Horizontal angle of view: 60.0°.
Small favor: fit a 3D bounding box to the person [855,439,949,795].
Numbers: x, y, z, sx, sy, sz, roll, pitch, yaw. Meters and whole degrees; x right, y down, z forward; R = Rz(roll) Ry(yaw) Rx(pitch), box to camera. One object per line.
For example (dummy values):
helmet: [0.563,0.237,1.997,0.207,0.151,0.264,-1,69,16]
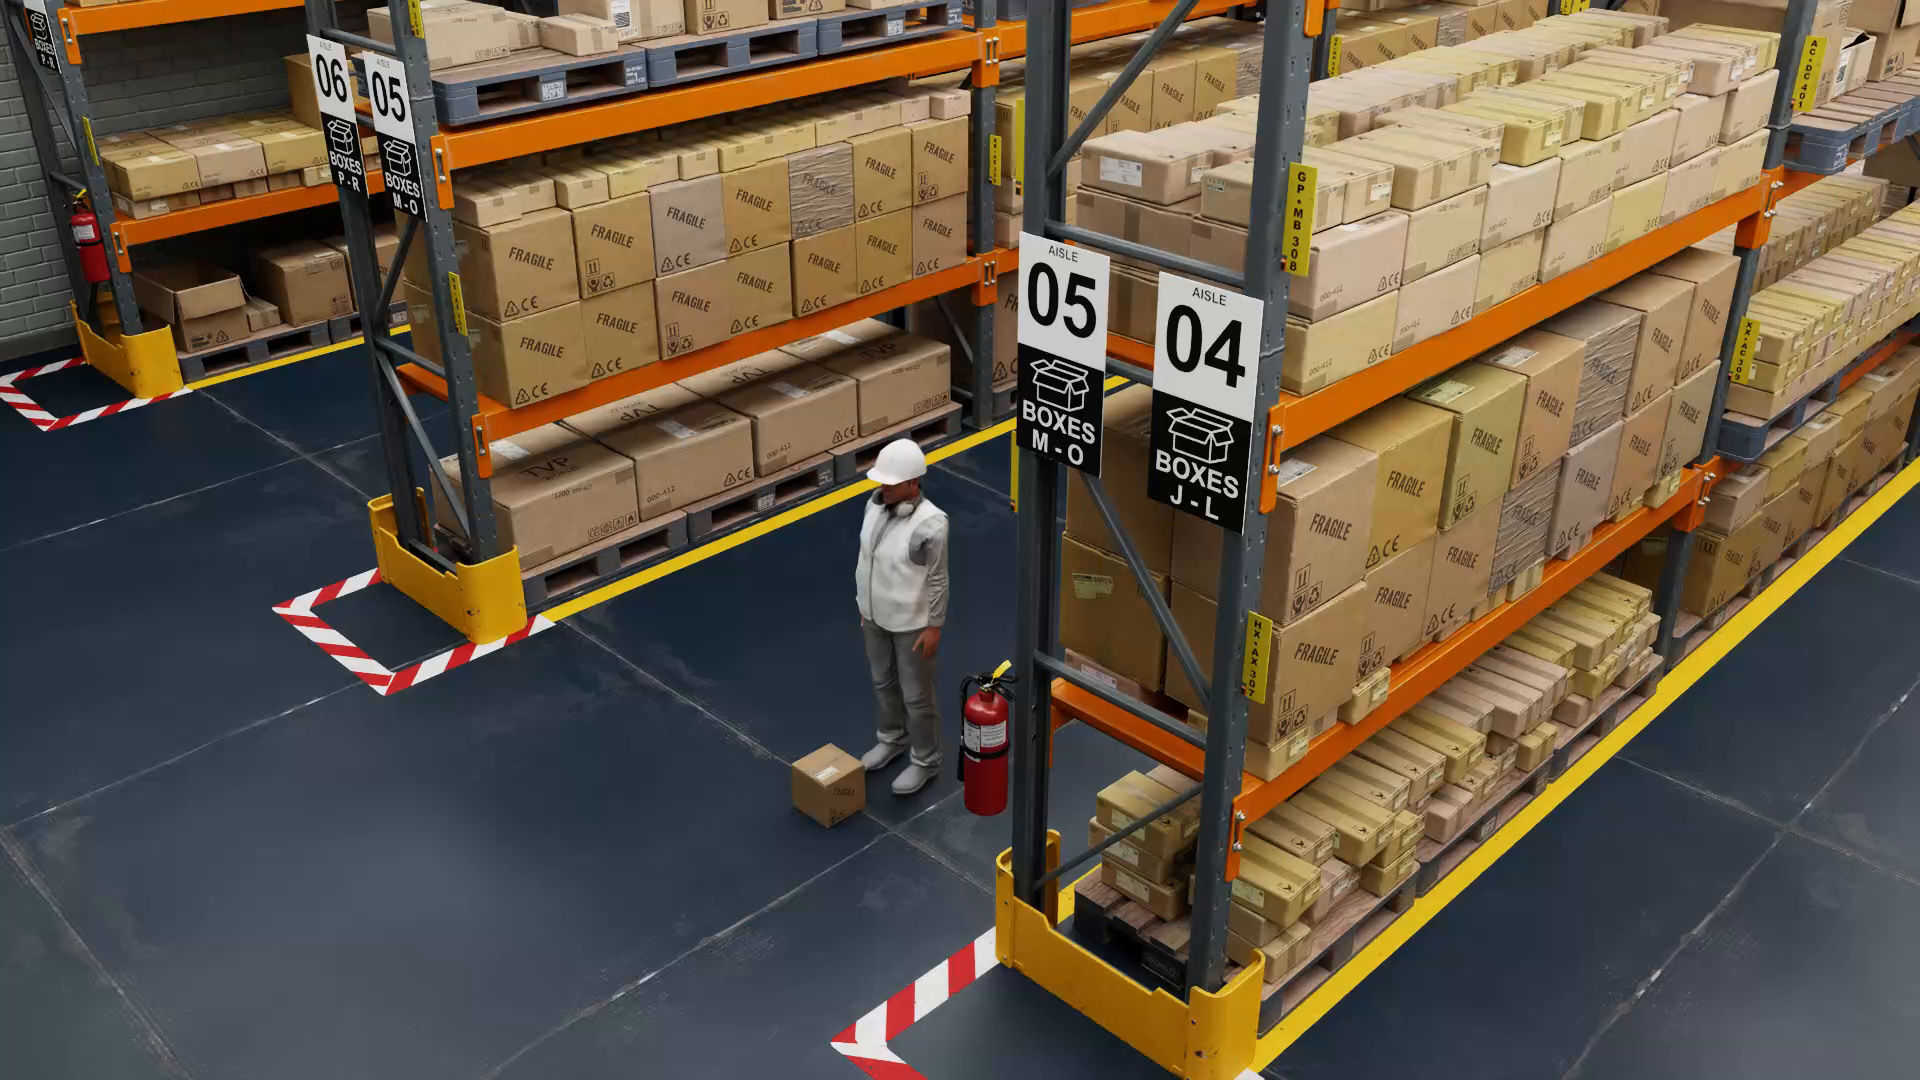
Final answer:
person: [-0.291,0.353,7.913,0.373,1.774,0.531,-24,36,-38]
